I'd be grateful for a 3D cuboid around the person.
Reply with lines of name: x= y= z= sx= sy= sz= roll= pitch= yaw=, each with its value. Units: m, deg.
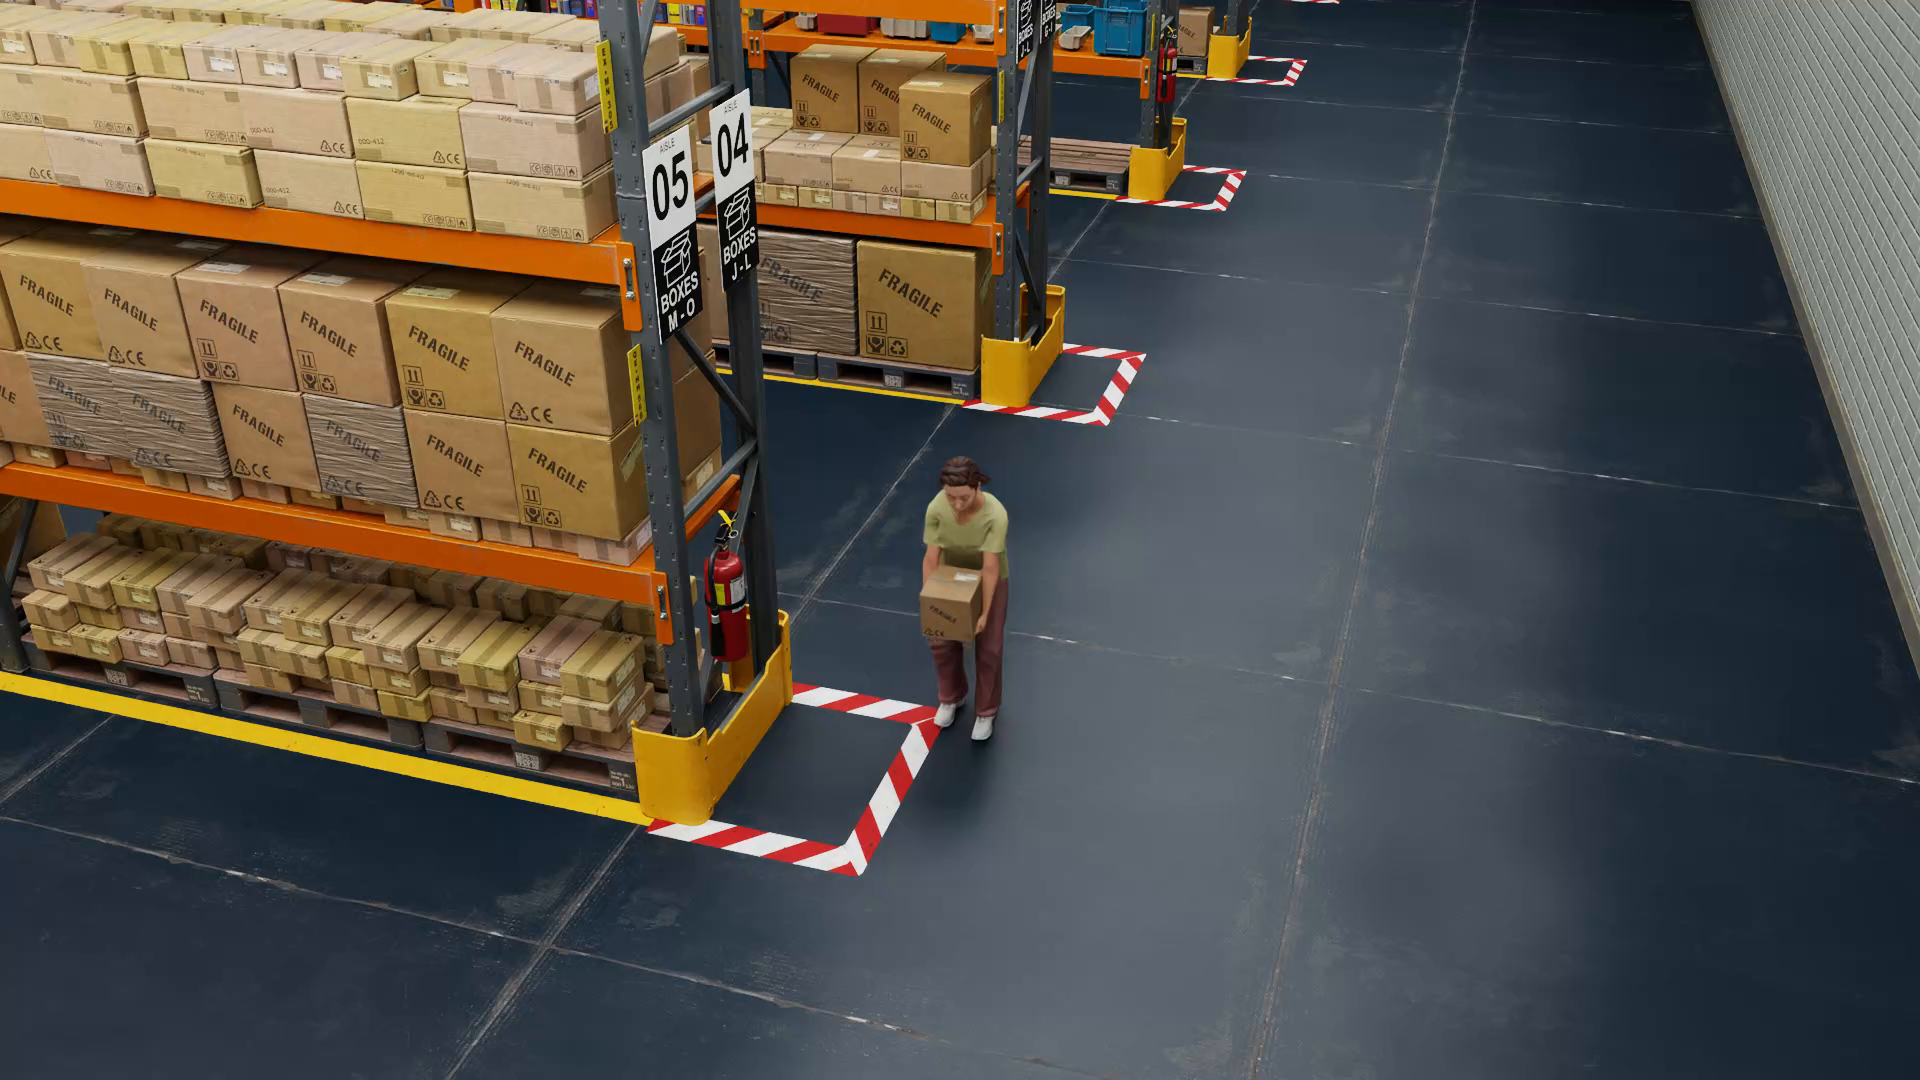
person: x=0.037 y=0.257 z=8.126 sx=0.409 sy=1.601 sz=0.551 roll=8 pitch=30 yaw=15
